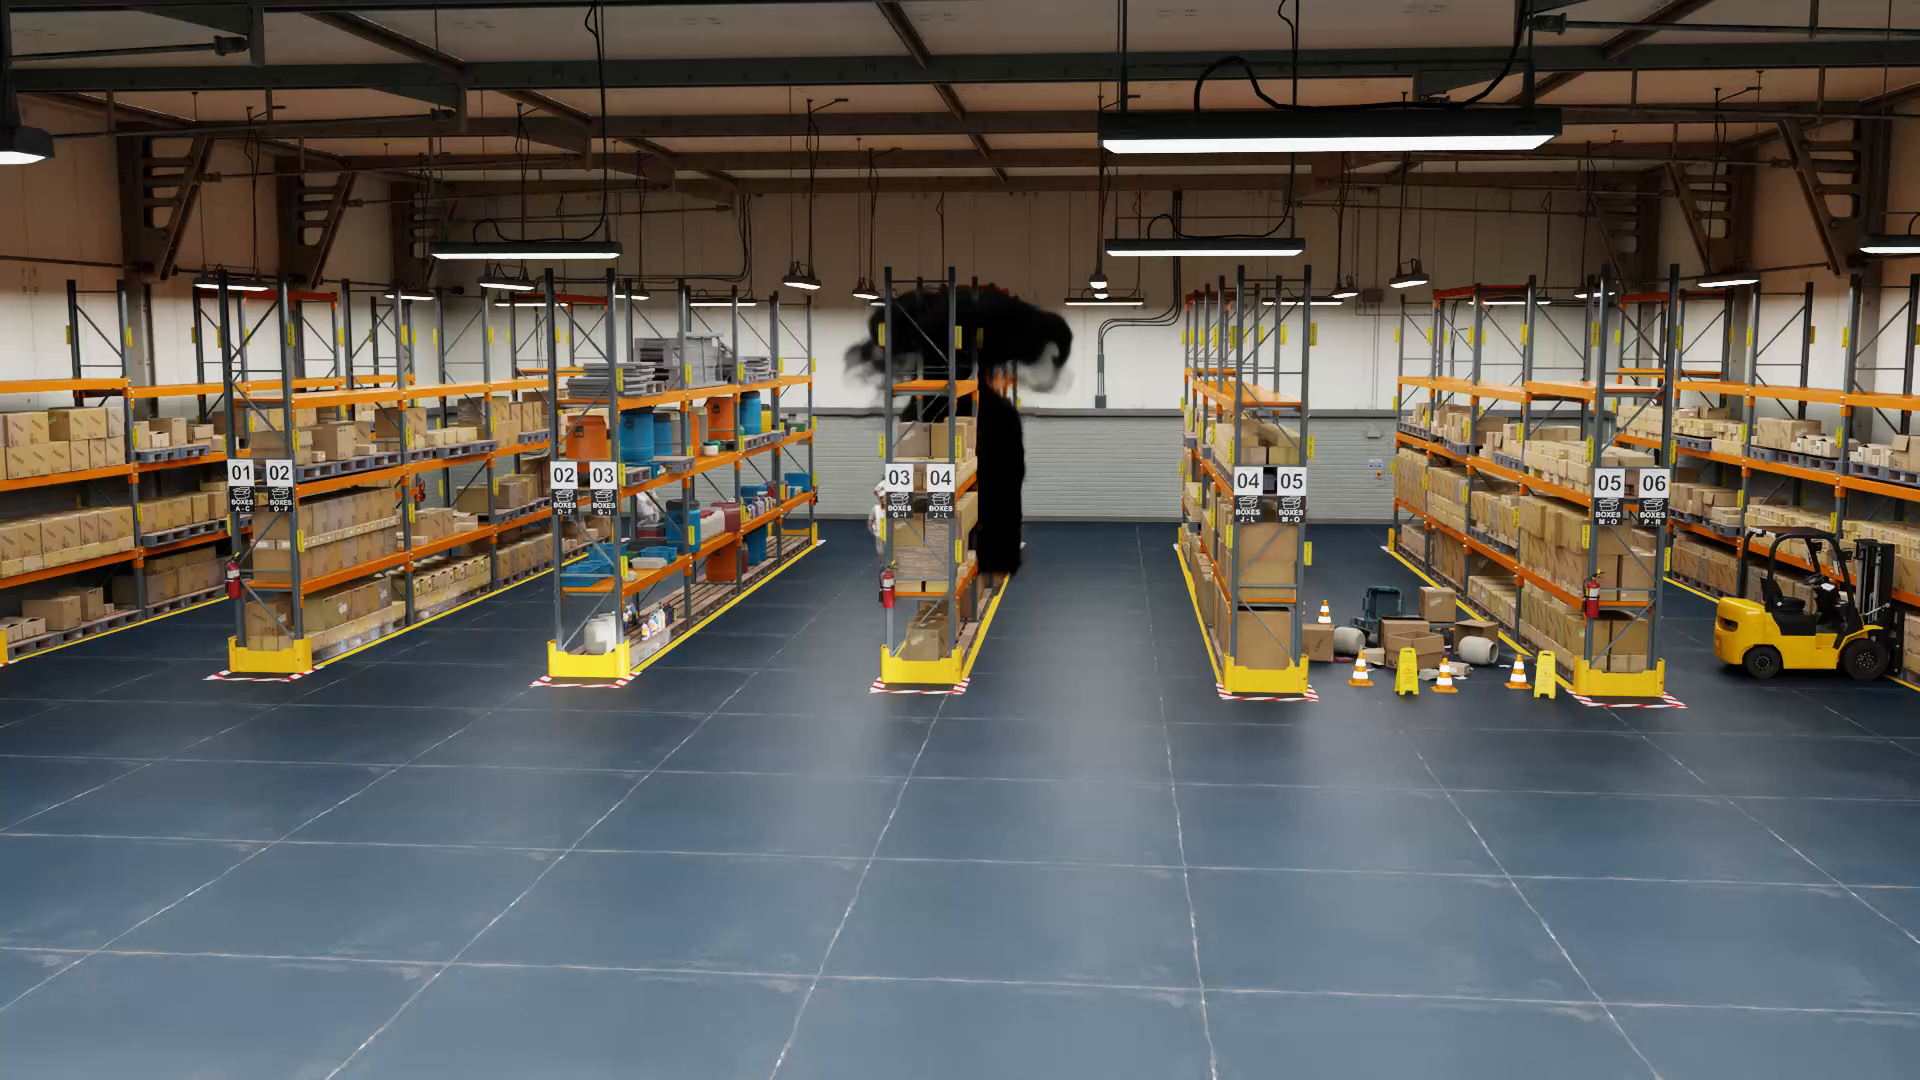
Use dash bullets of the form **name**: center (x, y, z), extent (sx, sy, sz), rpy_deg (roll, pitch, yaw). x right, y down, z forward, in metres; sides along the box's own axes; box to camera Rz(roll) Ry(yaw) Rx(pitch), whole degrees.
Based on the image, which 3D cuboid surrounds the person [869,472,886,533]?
- **person**: center (-1.871, -0.888, 41.641), extent (0.869, 1.714, 0.566), rpy_deg (3, 7, 20)

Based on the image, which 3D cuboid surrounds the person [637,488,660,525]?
- **person**: center (-7.839, -0.881, 41.472), extent (0.733, 1.744, 0.763), rpy_deg (4, 8, 33)

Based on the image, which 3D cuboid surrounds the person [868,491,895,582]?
- **person**: center (-1.446, -0.036, 32.083), extent (0.674, 1.820, 0.640), rpy_deg (0, 7, 3)
